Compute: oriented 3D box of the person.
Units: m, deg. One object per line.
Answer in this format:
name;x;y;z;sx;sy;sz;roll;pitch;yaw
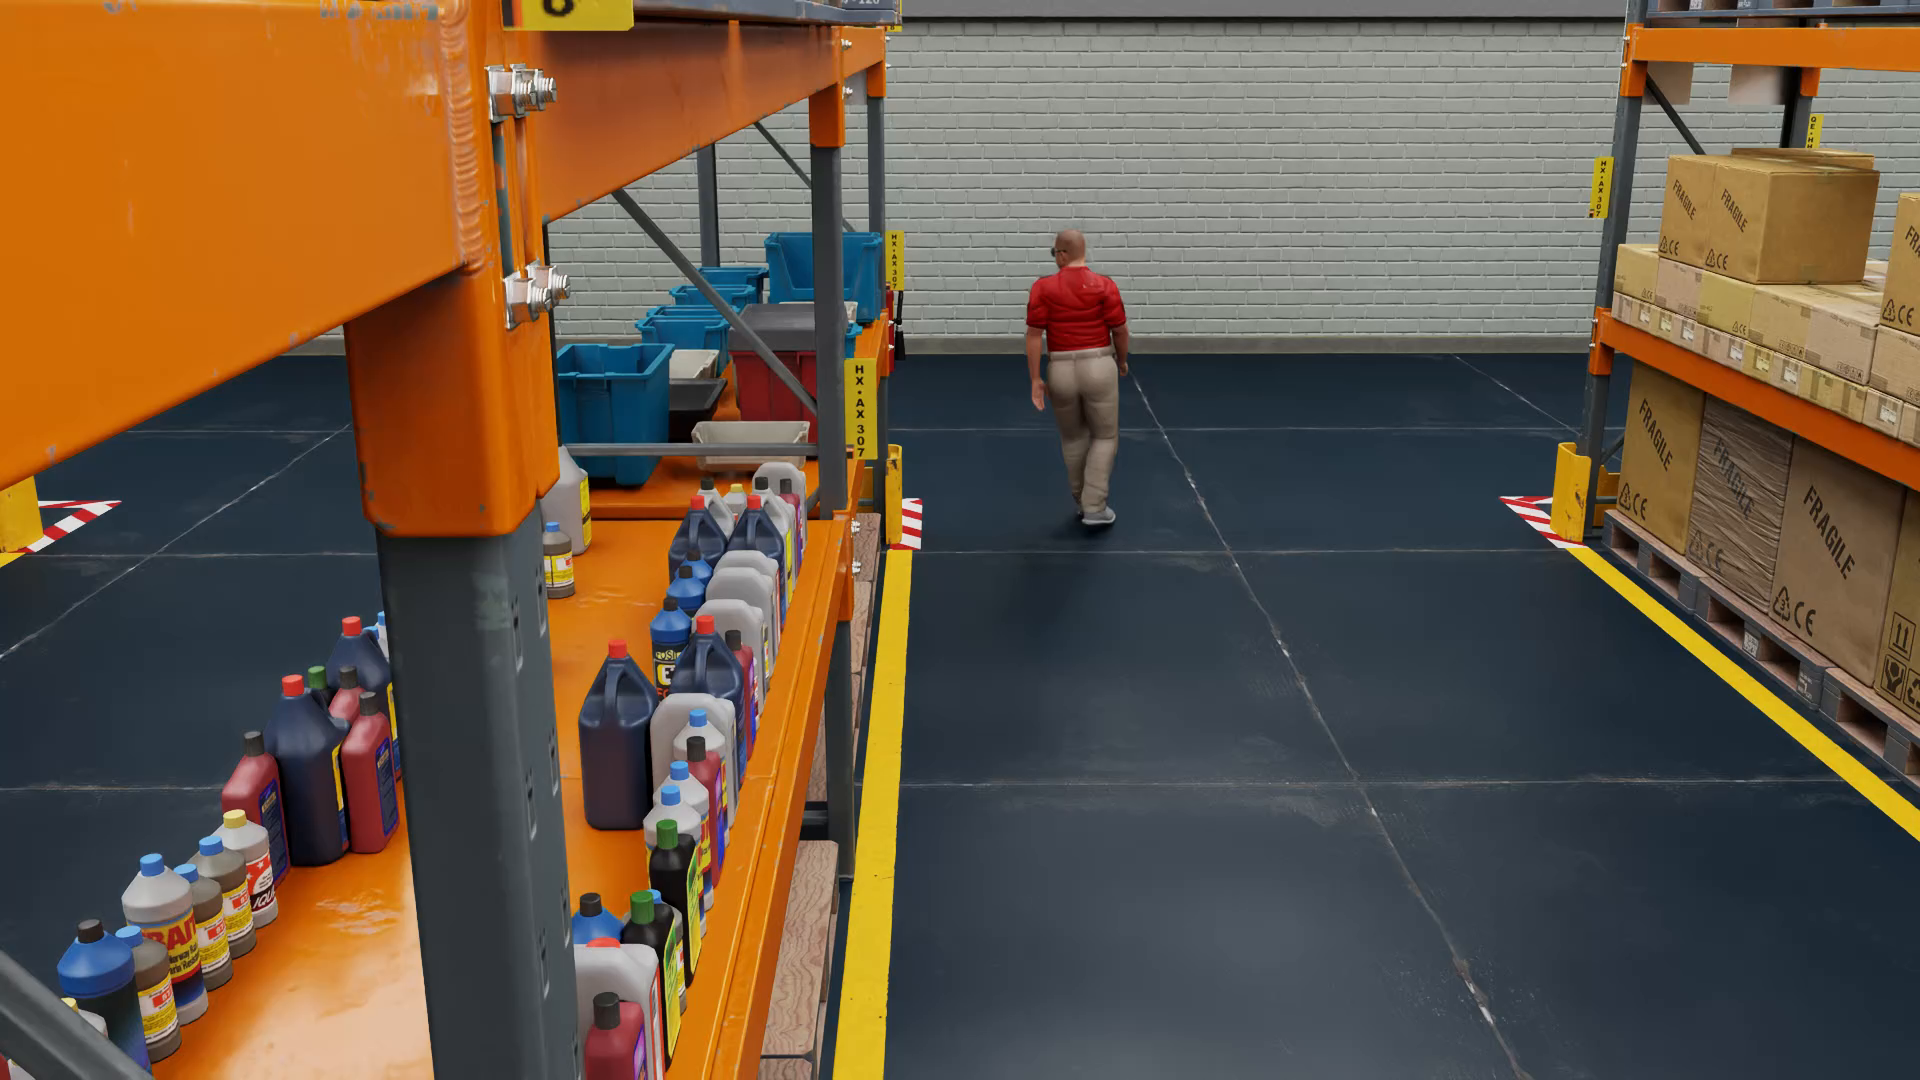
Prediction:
person;0.695;-0.934;9.634;0.564;1.744;0.614;5;18;15
